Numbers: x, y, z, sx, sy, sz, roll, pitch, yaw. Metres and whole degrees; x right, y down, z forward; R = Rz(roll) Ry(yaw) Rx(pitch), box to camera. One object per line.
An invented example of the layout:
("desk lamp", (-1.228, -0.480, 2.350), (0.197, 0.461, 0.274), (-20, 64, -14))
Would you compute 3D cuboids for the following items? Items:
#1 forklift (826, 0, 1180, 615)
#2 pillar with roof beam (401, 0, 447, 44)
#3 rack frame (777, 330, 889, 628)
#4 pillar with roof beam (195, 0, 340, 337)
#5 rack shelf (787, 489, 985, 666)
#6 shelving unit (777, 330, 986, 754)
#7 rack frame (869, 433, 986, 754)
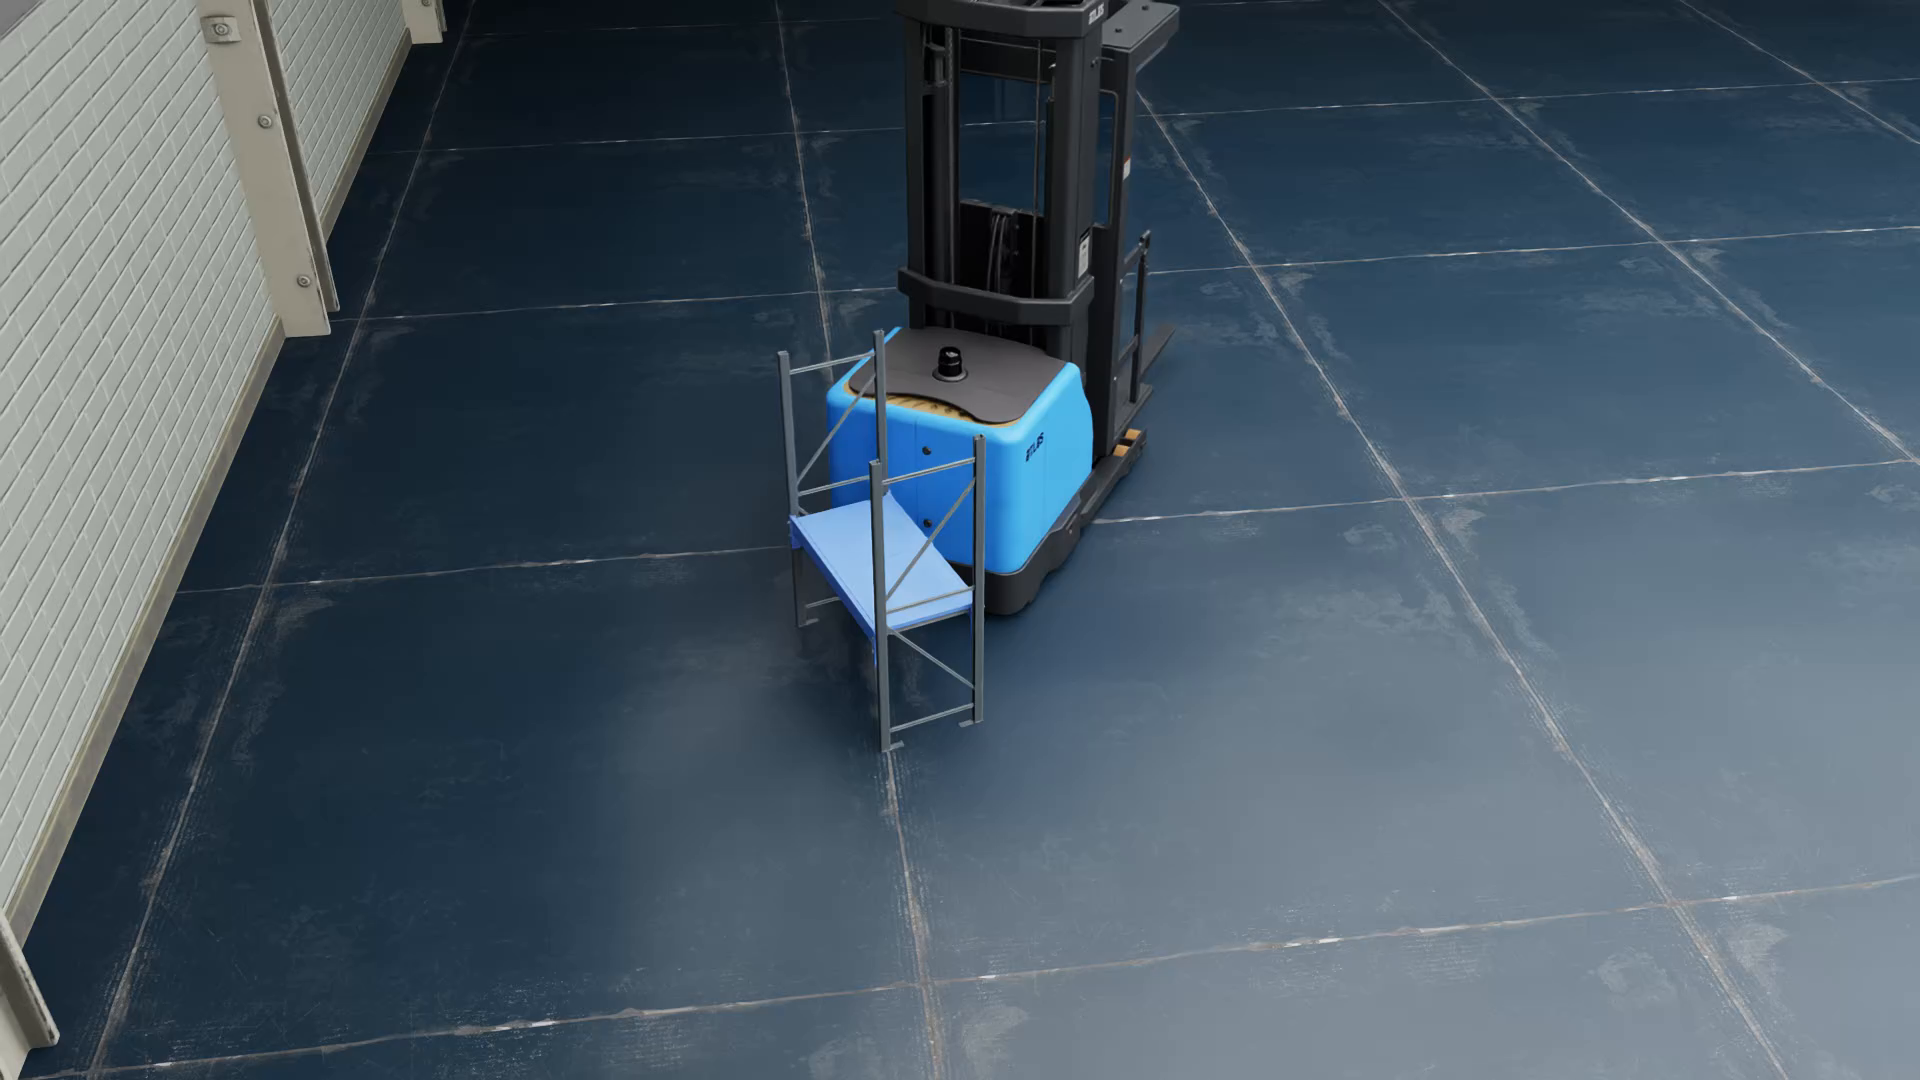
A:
("forklift", (0.410, -1.666, 8.592), (1.130, 2.935, 3.031), (14, 37, 20))
("pillar with roof beam", (-0.772, -8.812, 13.689), (9.100, 9.000, 0.400), (-4, 35, -6))
("rack frame", (-0.571, -0.257, 7.796), (0.500, 1.500, 0.032), (-15, 37, -21))
("pillar with roof beam", (0.035, -5.463, 8.776), (9.100, 9.000, 0.400), (-4, 35, -6))
("rack shelf", (-0.349, 0.149, 7.519), (0.538, 0.185, 1.000), (-15, 37, -21))
("shelving unit", (-0.349, 0.000, 7.418), (0.538, 1.500, 1.048), (-15, 37, -21))
("rack frame", (-0.127, 0.258, 7.040), (0.500, 1.500, 0.032), (-15, 37, -21))
